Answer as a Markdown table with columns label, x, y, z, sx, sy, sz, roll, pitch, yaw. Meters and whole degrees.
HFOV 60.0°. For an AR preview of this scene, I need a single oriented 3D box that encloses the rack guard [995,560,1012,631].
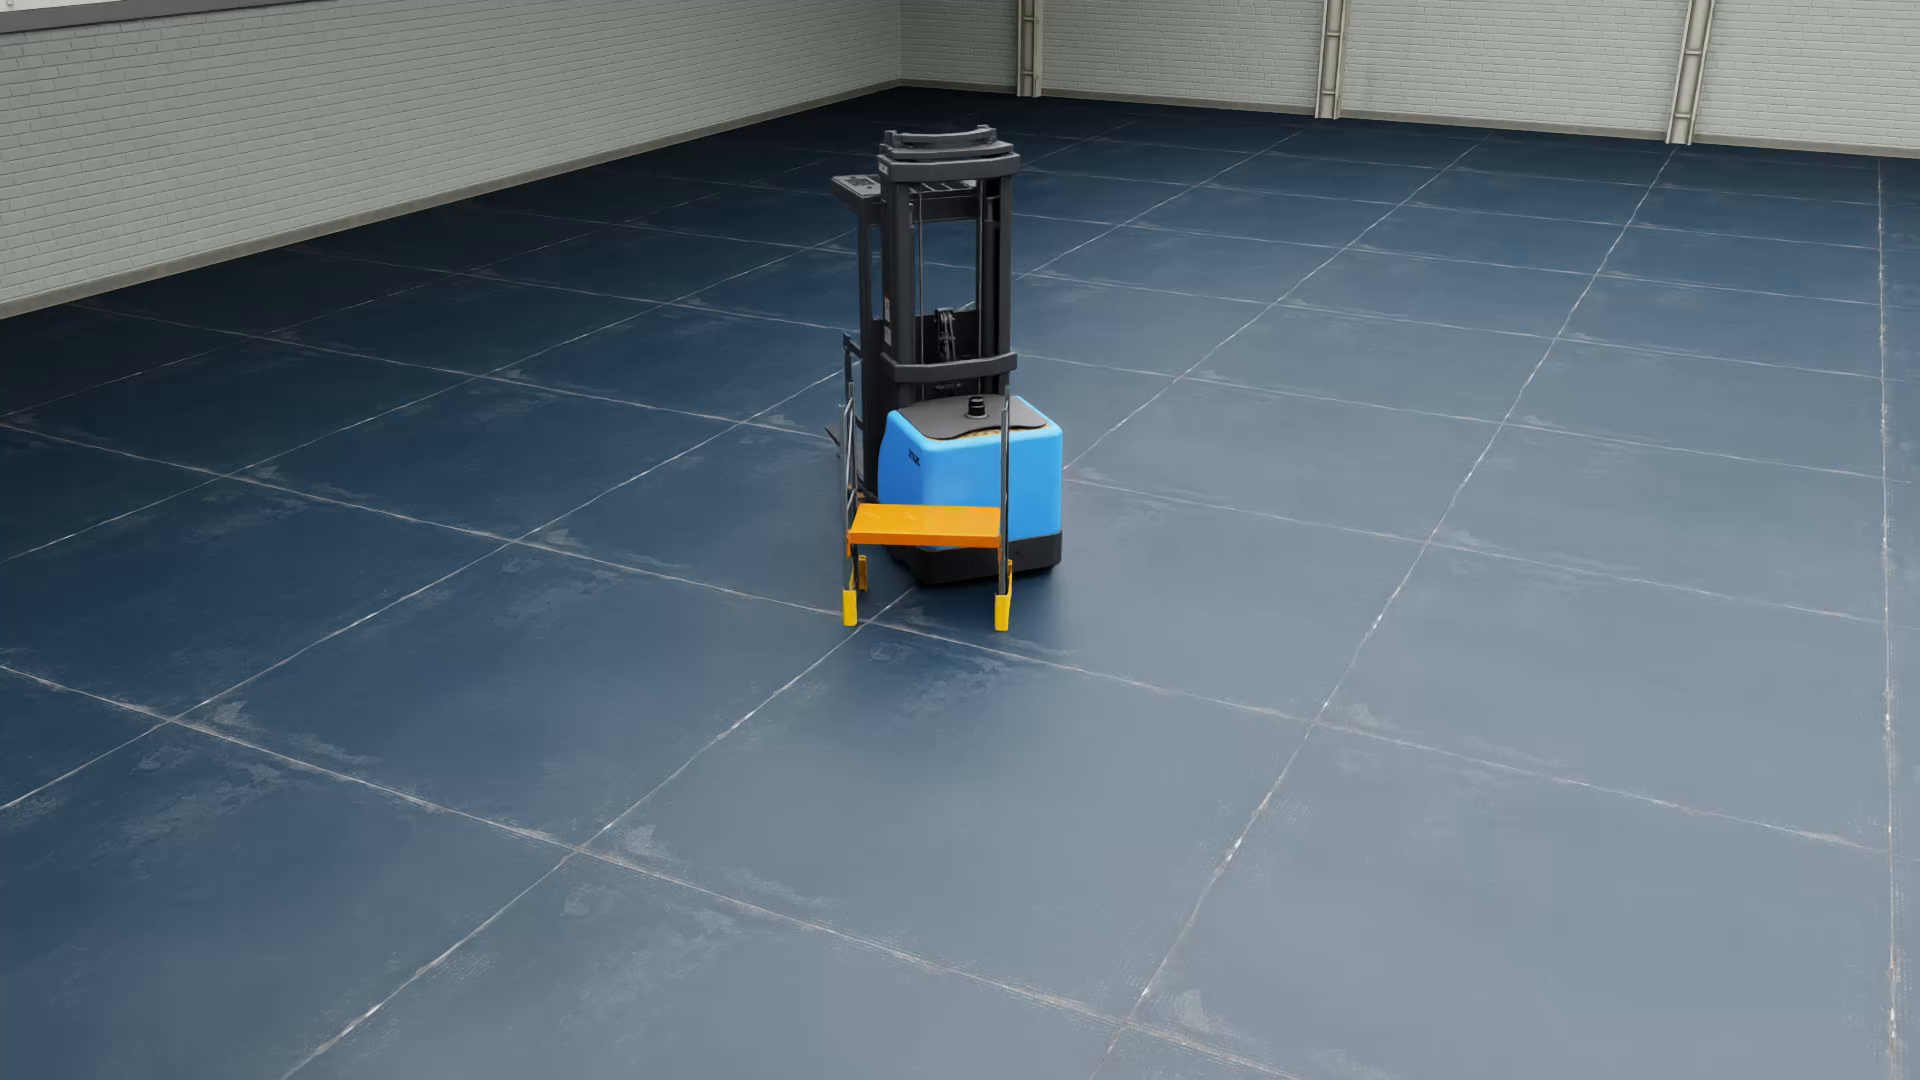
| label | x | y | z | sx | sy | sz | roll | pitch | yaw |
| --- | --- | --- | --- | --- | --- | --- | --- | --- | --- |
| rack guard | 0.290 | 0.364 | 11.075 | 0.087 | 0.250 | 0.587 | 2 | 23 | 4 |

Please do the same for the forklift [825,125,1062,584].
| label | x | y | z | sx | sy | sz | roll | pitch | yaw |
| --- | --- | --- | --- | --- | --- | --- | --- | --- | --- |
| forklift | -0.282 | -1.597 | 12.259 | 1.130 | 2.935 | 3.031 | -8 | 24 | -19 |

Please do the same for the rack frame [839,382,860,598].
| label | x | y | z | sx | sy | sz | roll | pitch | yaw |
| --- | --- | --- | --- | --- | --- | --- | --- | --- | --- |
| rack frame | -0.723 | -0.241 | 10.900 | 0.032 | 1.500 | 0.500 | 2 | 23 | 4 |

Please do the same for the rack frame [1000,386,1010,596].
| label | x | y | z | sx | sy | sz | roll | pitch | yaw |
| --- | --- | --- | --- | --- | --- | --- | --- | --- | --- |
| rack frame | 0.291 | -0.211 | 10.830 | 0.032 | 1.500 | 0.500 | 2 | 23 | 4 |

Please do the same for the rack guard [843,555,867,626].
| label | x | y | z | sx | sy | sz | roll | pitch | yaw |
| --- | --- | --- | --- | --- | --- | --- | --- | --- | --- |
| rack guard | -0.704 | 0.335 | 11.143 | 0.087 | 0.250 | 0.587 | 2 | 23 | 4 |

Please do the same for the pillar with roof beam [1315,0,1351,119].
| label | x | y | z | sx | sy | sz | roll | pitch | yaw |
| --- | --- | --- | --- | --- | --- | --- | --- | --- | --- |
| pillar with roof beam | 4.785 | -10.374 | 25.145 | 0.400 | 9.000 | 9.100 | 11 | 25 | 25 |

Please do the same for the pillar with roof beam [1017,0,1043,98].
| label | x | y | z | sx | sy | sz | roll | pitch | yaw |
| --- | --- | --- | --- | --- | --- | --- | --- | --- | --- |
| pillar with roof beam | -0.569 | -11.433 | 27.636 | 0.400 | 9.000 | 9.100 | 11 | 25 | 25 |

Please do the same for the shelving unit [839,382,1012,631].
| label | x | y | z | sx | sy | sz | roll | pitch | yaw |
| --- | --- | --- | --- | --- | --- | --- | --- | --- | --- |
| shelving unit | -0.207 | -0.226 | 10.864 | 1.083 | 1.500 | 0.587 | 2 | 23 | 4 |

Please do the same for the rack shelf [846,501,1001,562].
| label | x | y | z | sx | sy | sz | roll | pitch | yaw |
| --- | --- | --- | --- | --- | --- | --- | --- | --- | --- |
| rack shelf | -0.216 | -0.060 | 10.935 | 1.000 | 0.185 | 0.538 | 2 | 23 | 4 |

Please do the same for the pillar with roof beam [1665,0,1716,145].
| label | x | y | z | sx | sy | sz | roll | pitch | yaw |
| --- | --- | --- | --- | --- | --- | --- | --- | --- | --- |
| pillar with roof beam | 10.140 | -9.314 | 22.654 | 0.400 | 9.000 | 9.100 | 11 | 25 | 25 |
